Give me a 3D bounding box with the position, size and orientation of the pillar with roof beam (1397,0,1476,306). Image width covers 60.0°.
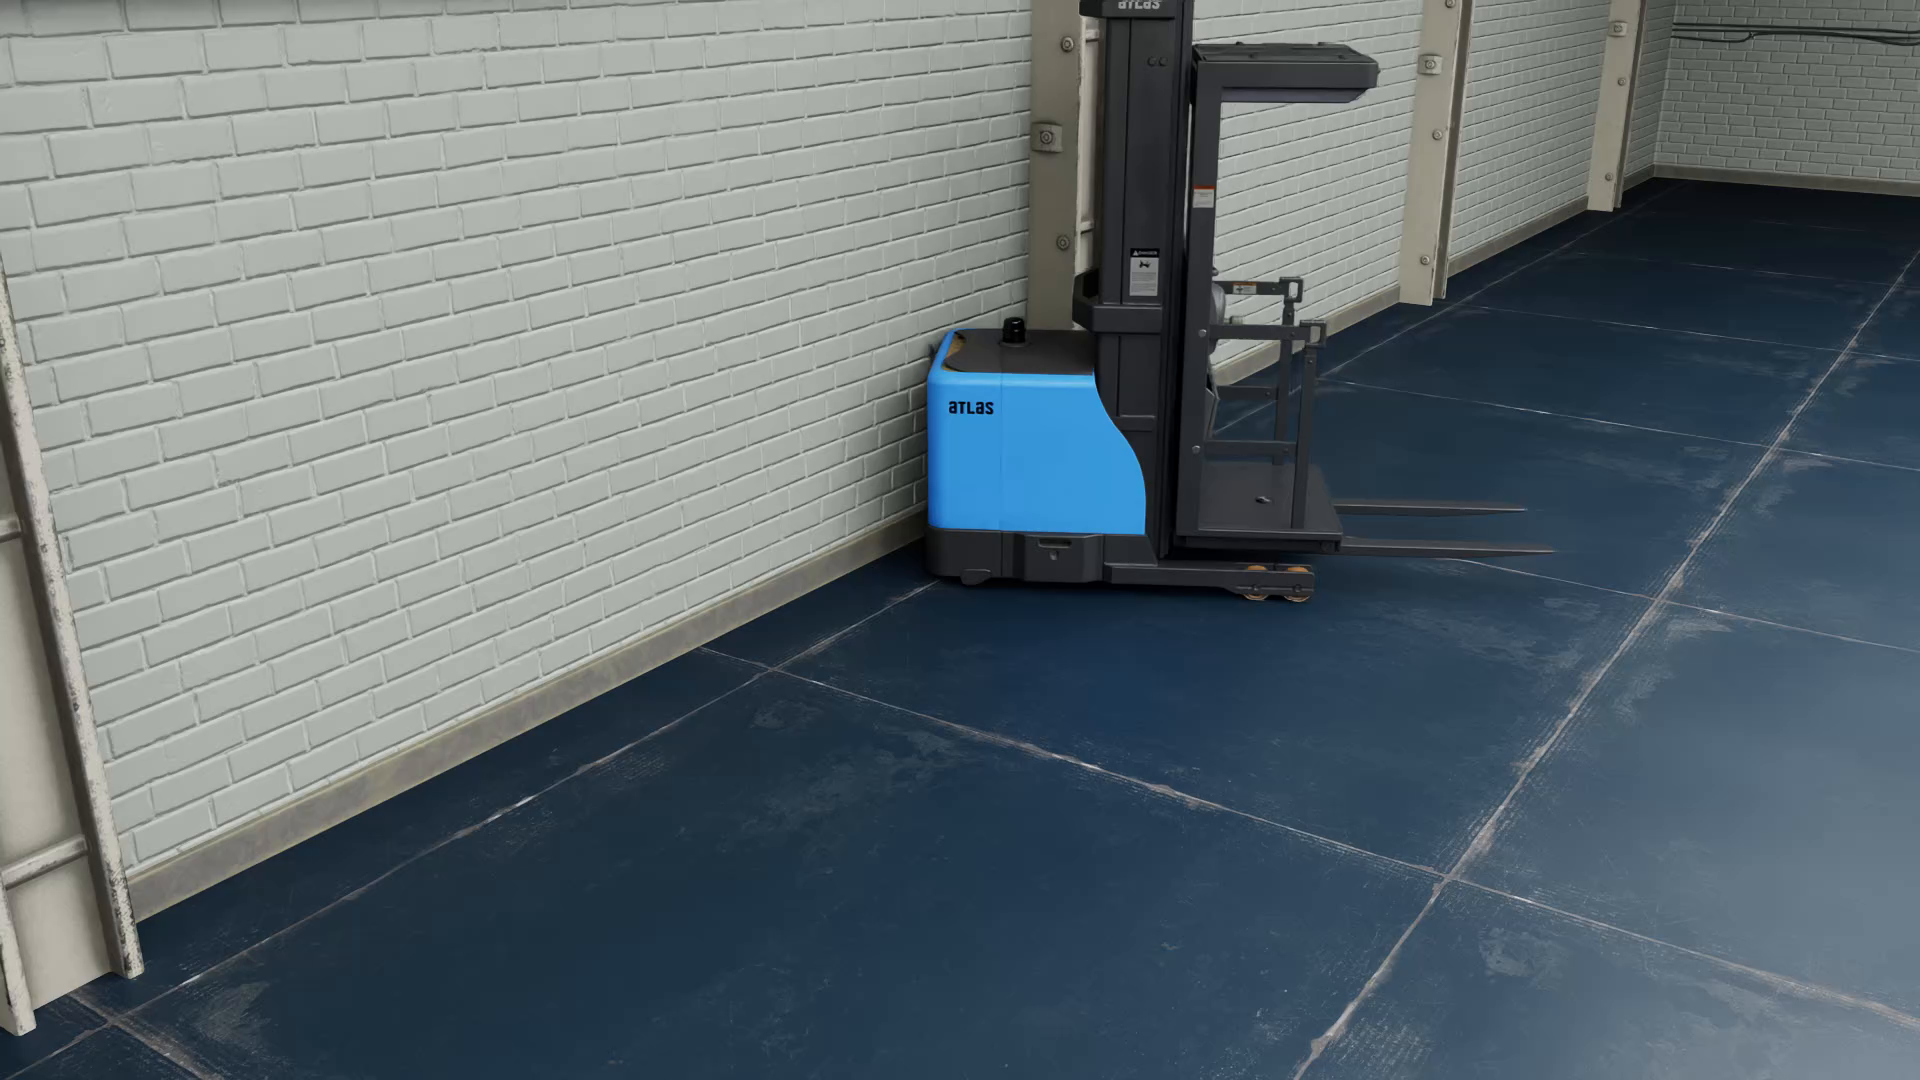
[{"bbox_3d":[7.544,-5.462,10.560,9.100,9.000,0.400,13,24,32],"label":"pillar with roof beam"}]

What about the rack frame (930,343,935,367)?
[{"bbox_3d":[-0.041,-0.509,8.692,0.200,1.050,0.008,12,28,33],"label":"rack frame"}]

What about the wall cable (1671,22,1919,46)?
[{"bbox_3d":[10.106,-7.154,19.610,3.097,2.526,0.112,13,24,32],"label":"wall cable"}]

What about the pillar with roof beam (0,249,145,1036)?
[{"bbox_3d":[0.798,-2.019,1.252,9.100,9.000,0.400,13,24,32],"label":"pillar with roof beam"}]

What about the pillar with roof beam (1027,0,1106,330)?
[{"bbox_3d":[4.171,-3.740,5.906,9.100,9.000,0.400,13,24,32],"label":"pillar with roof beam"}]

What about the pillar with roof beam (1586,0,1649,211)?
[{"bbox_3d":[10.916,-7.183,15.214,9.100,9.000,0.400,13,24,32],"label":"pillar with roof beam"}]

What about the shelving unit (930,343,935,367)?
[{"bbox_3d":[0.029,-0.552,8.782,0.215,1.050,0.252,12,28,33],"label":"shelving unit"}]

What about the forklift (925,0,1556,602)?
[{"bbox_3d":[1.377,-1.271,7.976,3.031,2.935,1.130,2,20,5],"label":"forklift"}]
